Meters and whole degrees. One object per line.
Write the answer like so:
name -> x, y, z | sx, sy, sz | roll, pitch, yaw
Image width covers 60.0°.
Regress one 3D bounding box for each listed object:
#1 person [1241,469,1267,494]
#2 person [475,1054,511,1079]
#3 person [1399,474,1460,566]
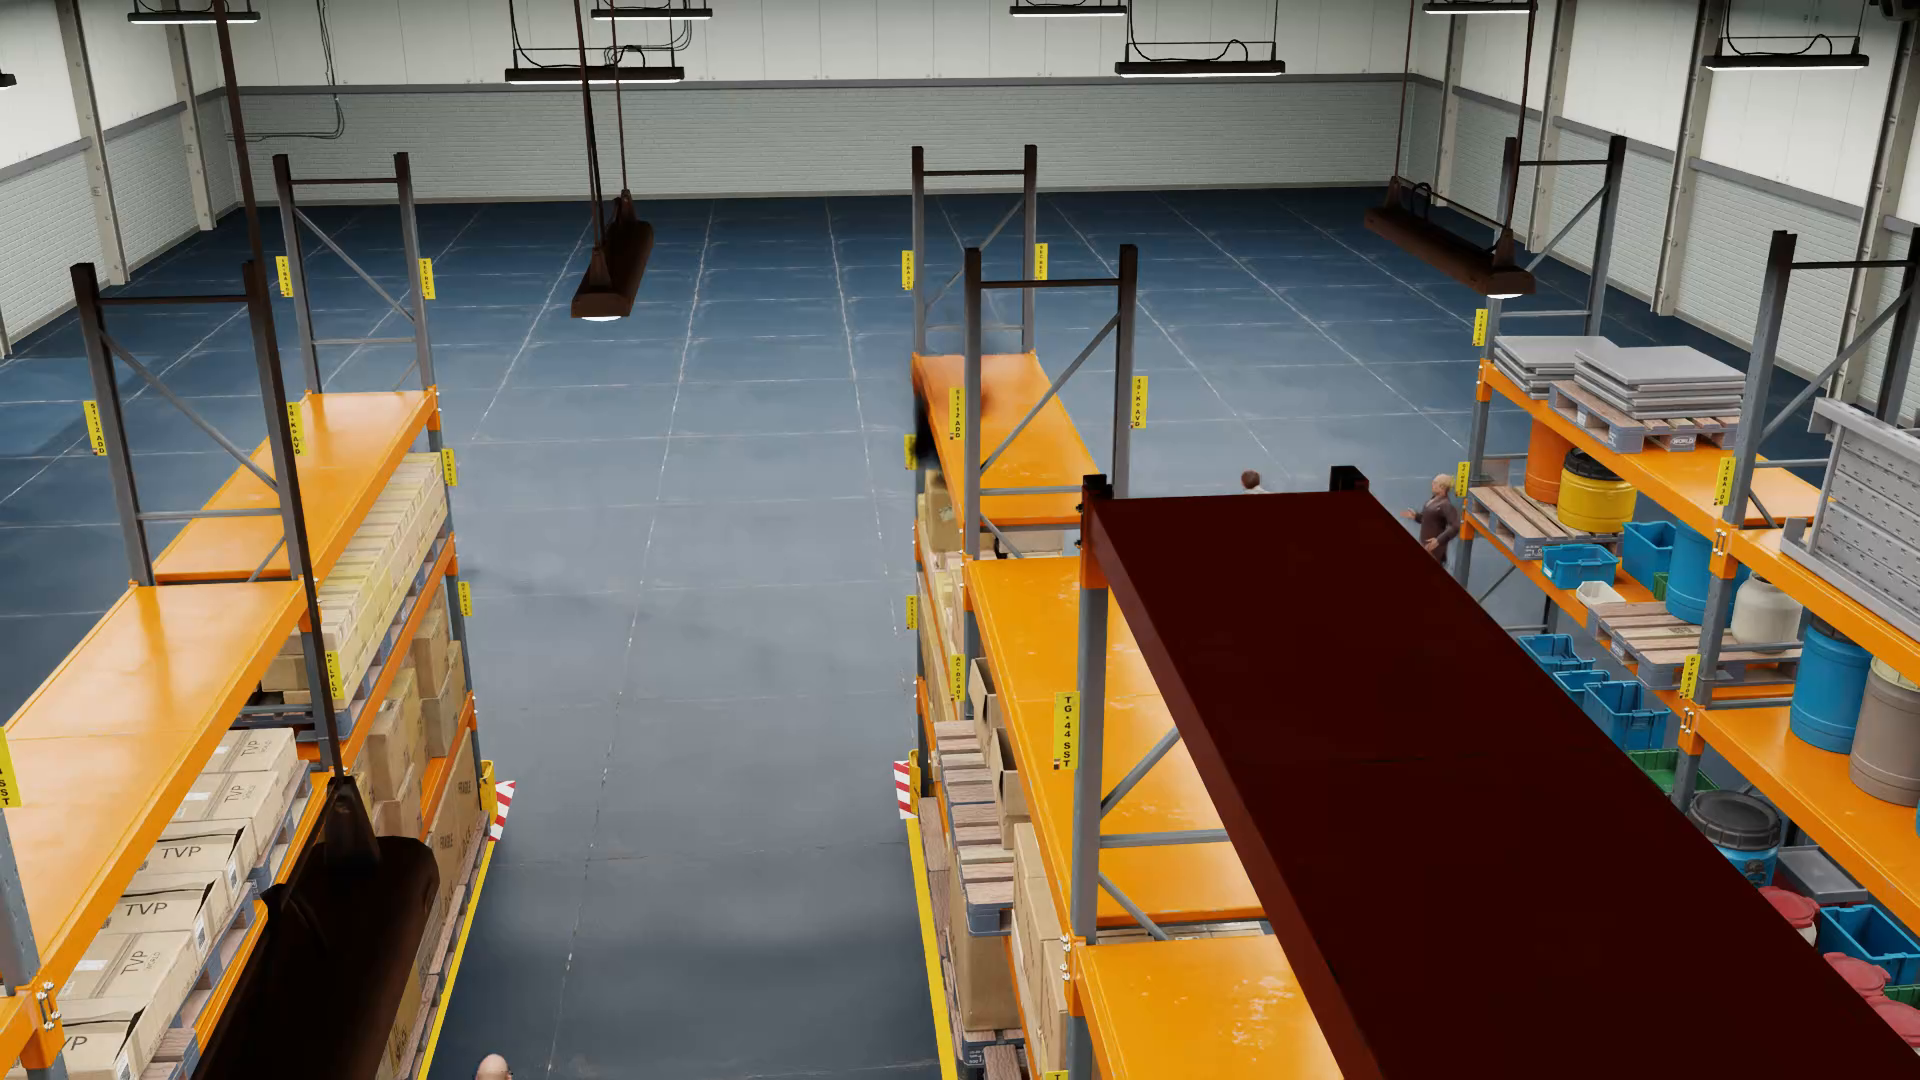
person -> 3.436, -0.033, 19.572 | 0.733, 1.644, 0.513 | 9, 23, 22
person -> -2.638, 3.851, 9.680 | 0.699, 1.568, 1.064 | -1, 22, -4
person -> 5.359, 0.207, 19.025 | 0.754, 1.606, 0.688 | 7, 23, 17
